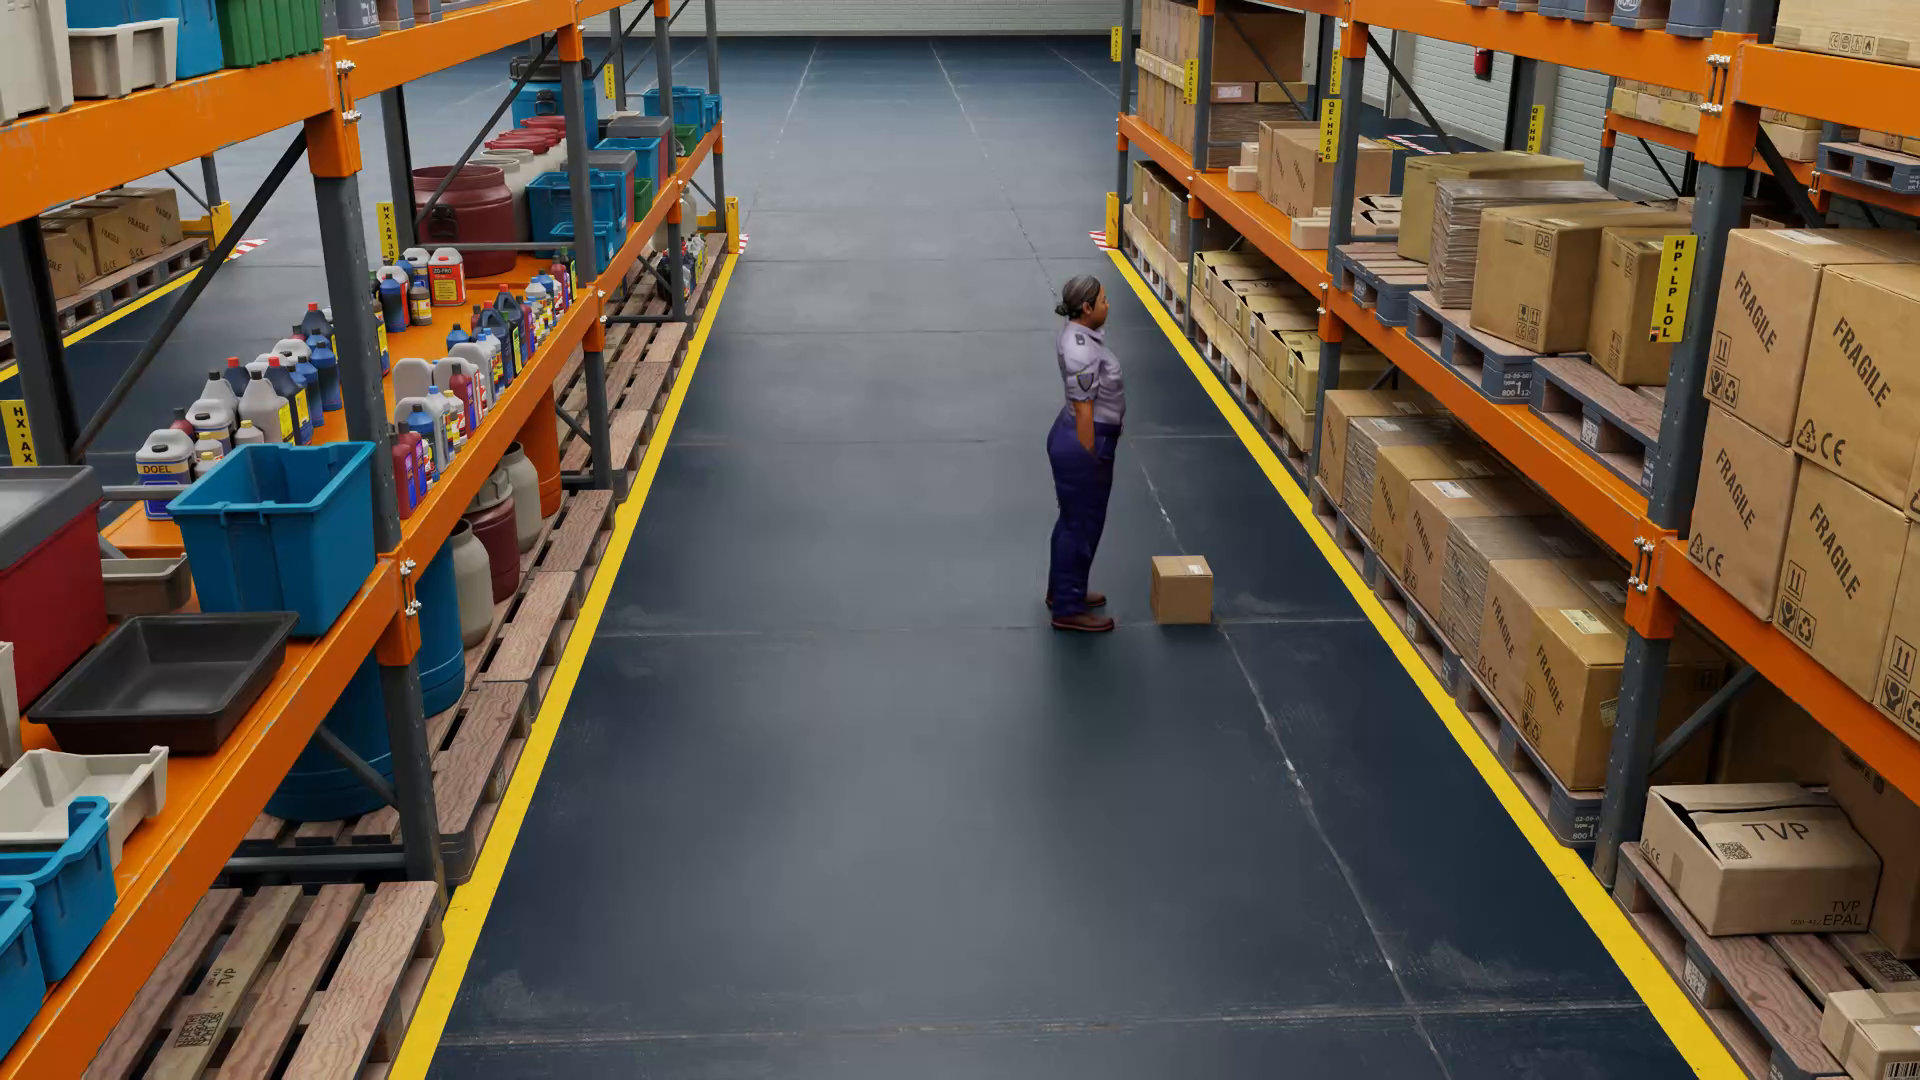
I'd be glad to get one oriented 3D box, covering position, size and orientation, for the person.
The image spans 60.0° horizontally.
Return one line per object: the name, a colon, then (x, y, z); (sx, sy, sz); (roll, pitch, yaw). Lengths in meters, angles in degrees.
person: (0.579, -0.405, 7.705); (0.345, 1.636, 0.466); (-1, 21, -2)
